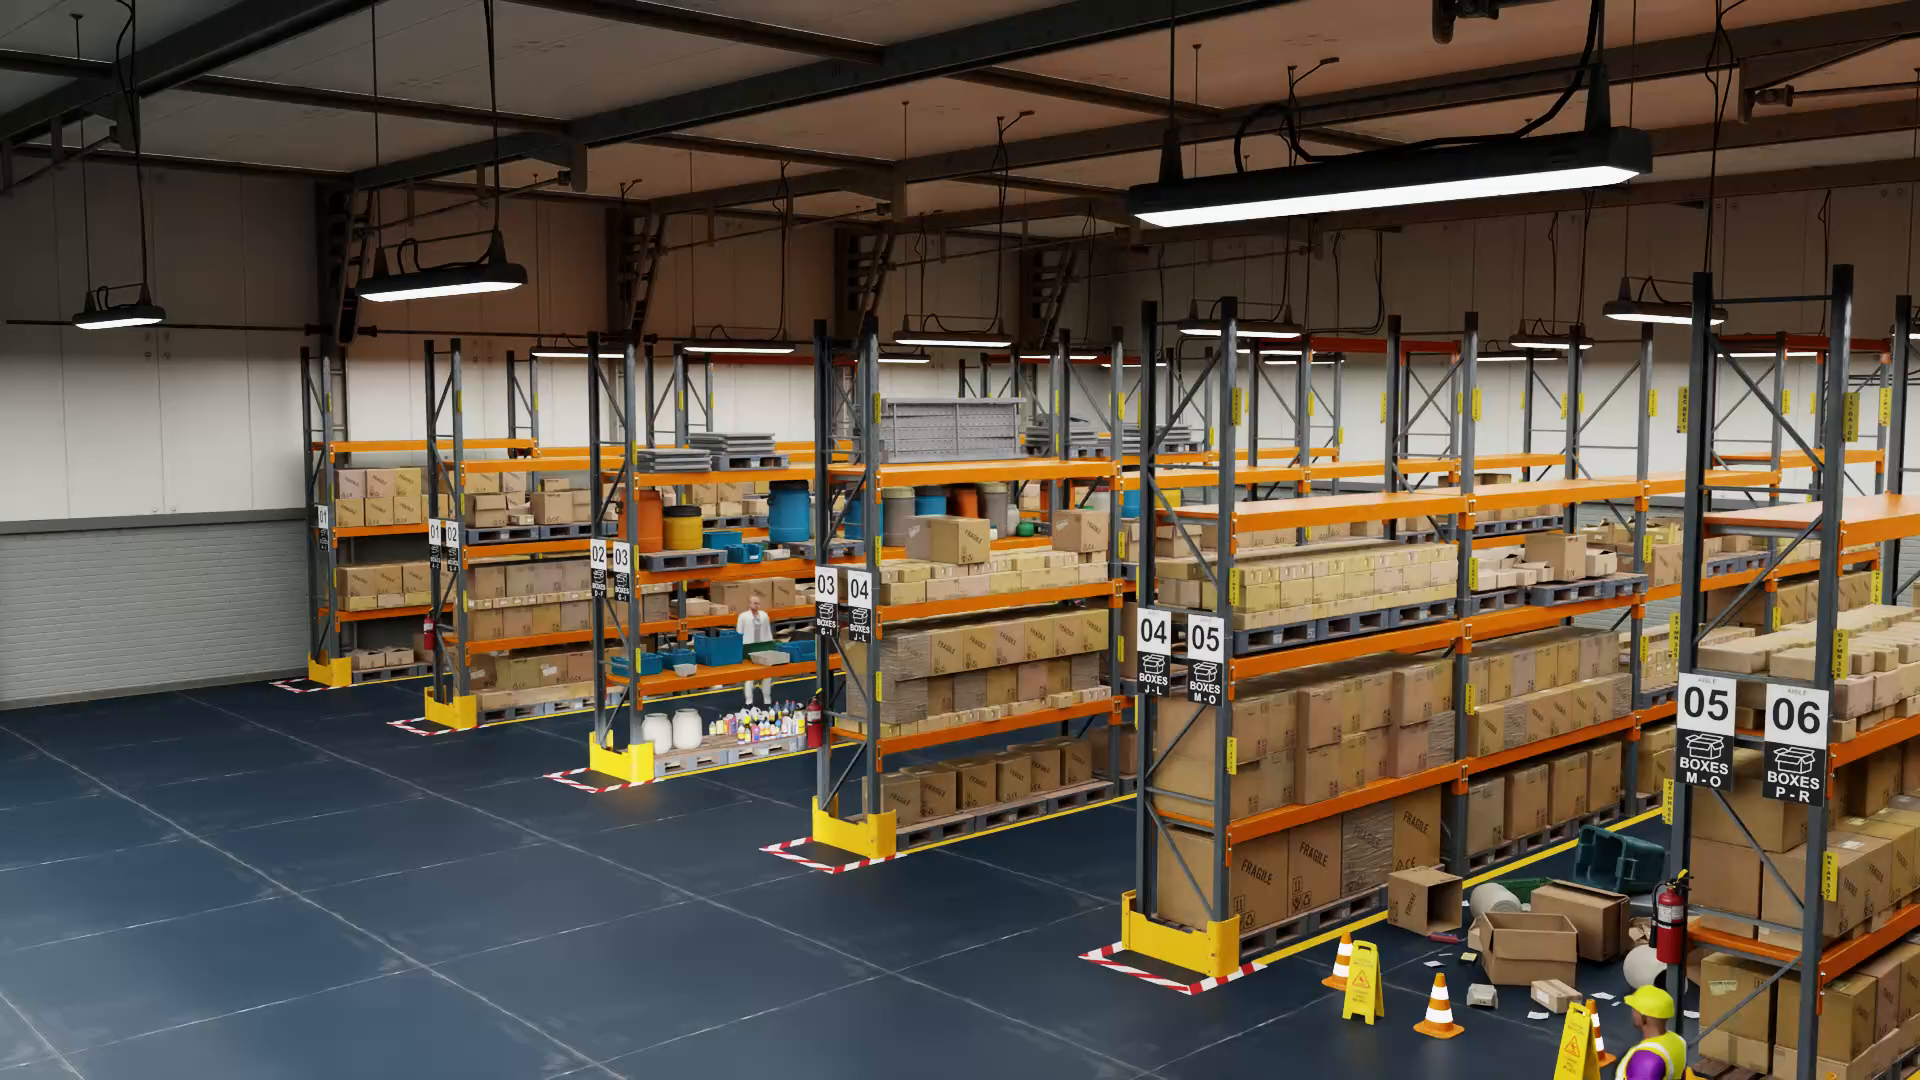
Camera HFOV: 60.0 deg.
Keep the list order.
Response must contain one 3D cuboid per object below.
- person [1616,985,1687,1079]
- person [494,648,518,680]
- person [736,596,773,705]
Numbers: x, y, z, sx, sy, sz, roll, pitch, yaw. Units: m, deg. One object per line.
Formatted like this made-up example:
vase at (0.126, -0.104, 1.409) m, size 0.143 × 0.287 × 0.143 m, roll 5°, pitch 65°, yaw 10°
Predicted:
person at (4.007, 3.451, 9.645) m, size 1.002 × 1.740 × 0.528 m, roll 2°, pitch 5°, yaw 19°
person at (-8.161, 1.721, 29.881) m, size 0.630 × 1.716 × 0.478 m, roll -4°, pitch 6°, yaw -38°
person at (-3.406, 1.830, 27.524) m, size 0.685 × 1.812 × 0.475 m, roll -2°, pitch 5°, yaw -20°
